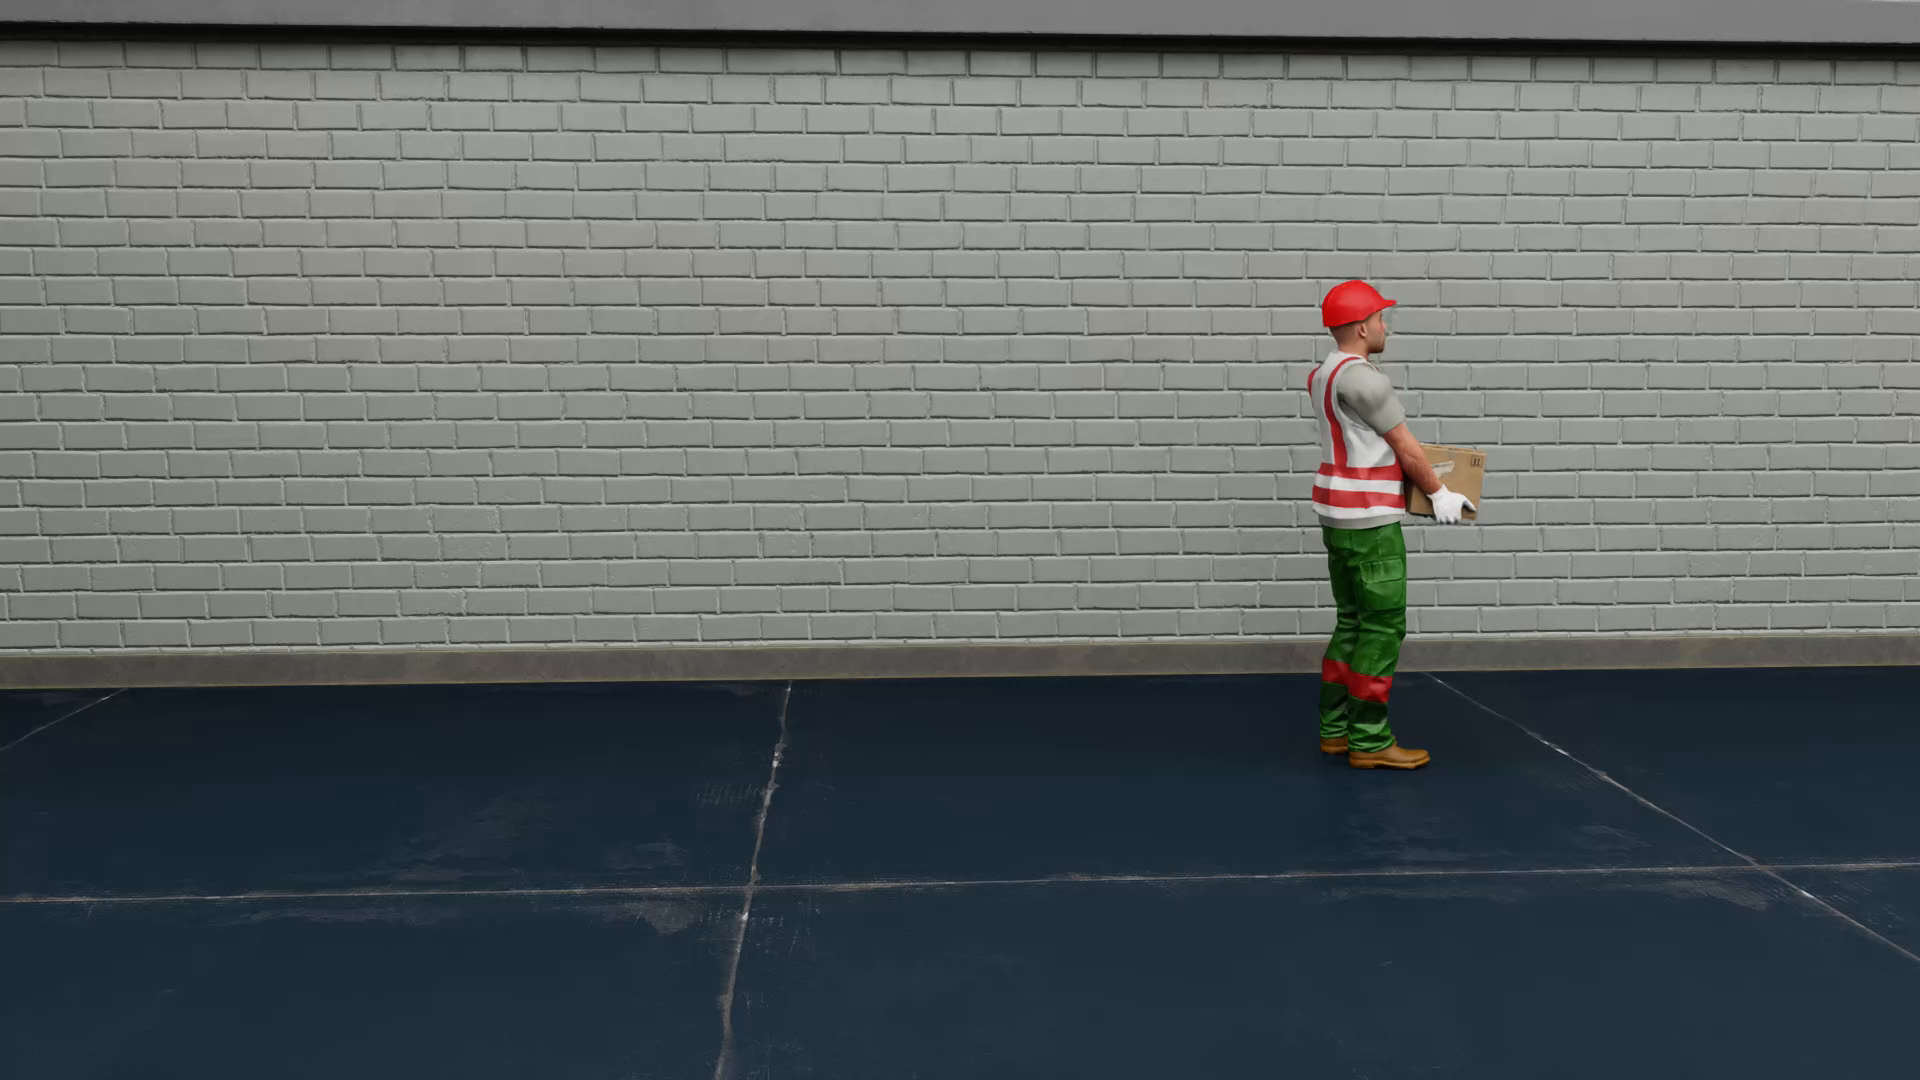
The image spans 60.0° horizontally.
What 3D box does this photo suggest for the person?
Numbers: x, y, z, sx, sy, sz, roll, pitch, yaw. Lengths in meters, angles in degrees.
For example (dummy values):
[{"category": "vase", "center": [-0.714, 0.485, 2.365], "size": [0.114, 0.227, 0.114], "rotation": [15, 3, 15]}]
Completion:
[{"category": "person", "center": [1.587, -0.062, 6.174], "size": [0.554, 1.784, 0.494], "rotation": [0, 7, -3]}]
